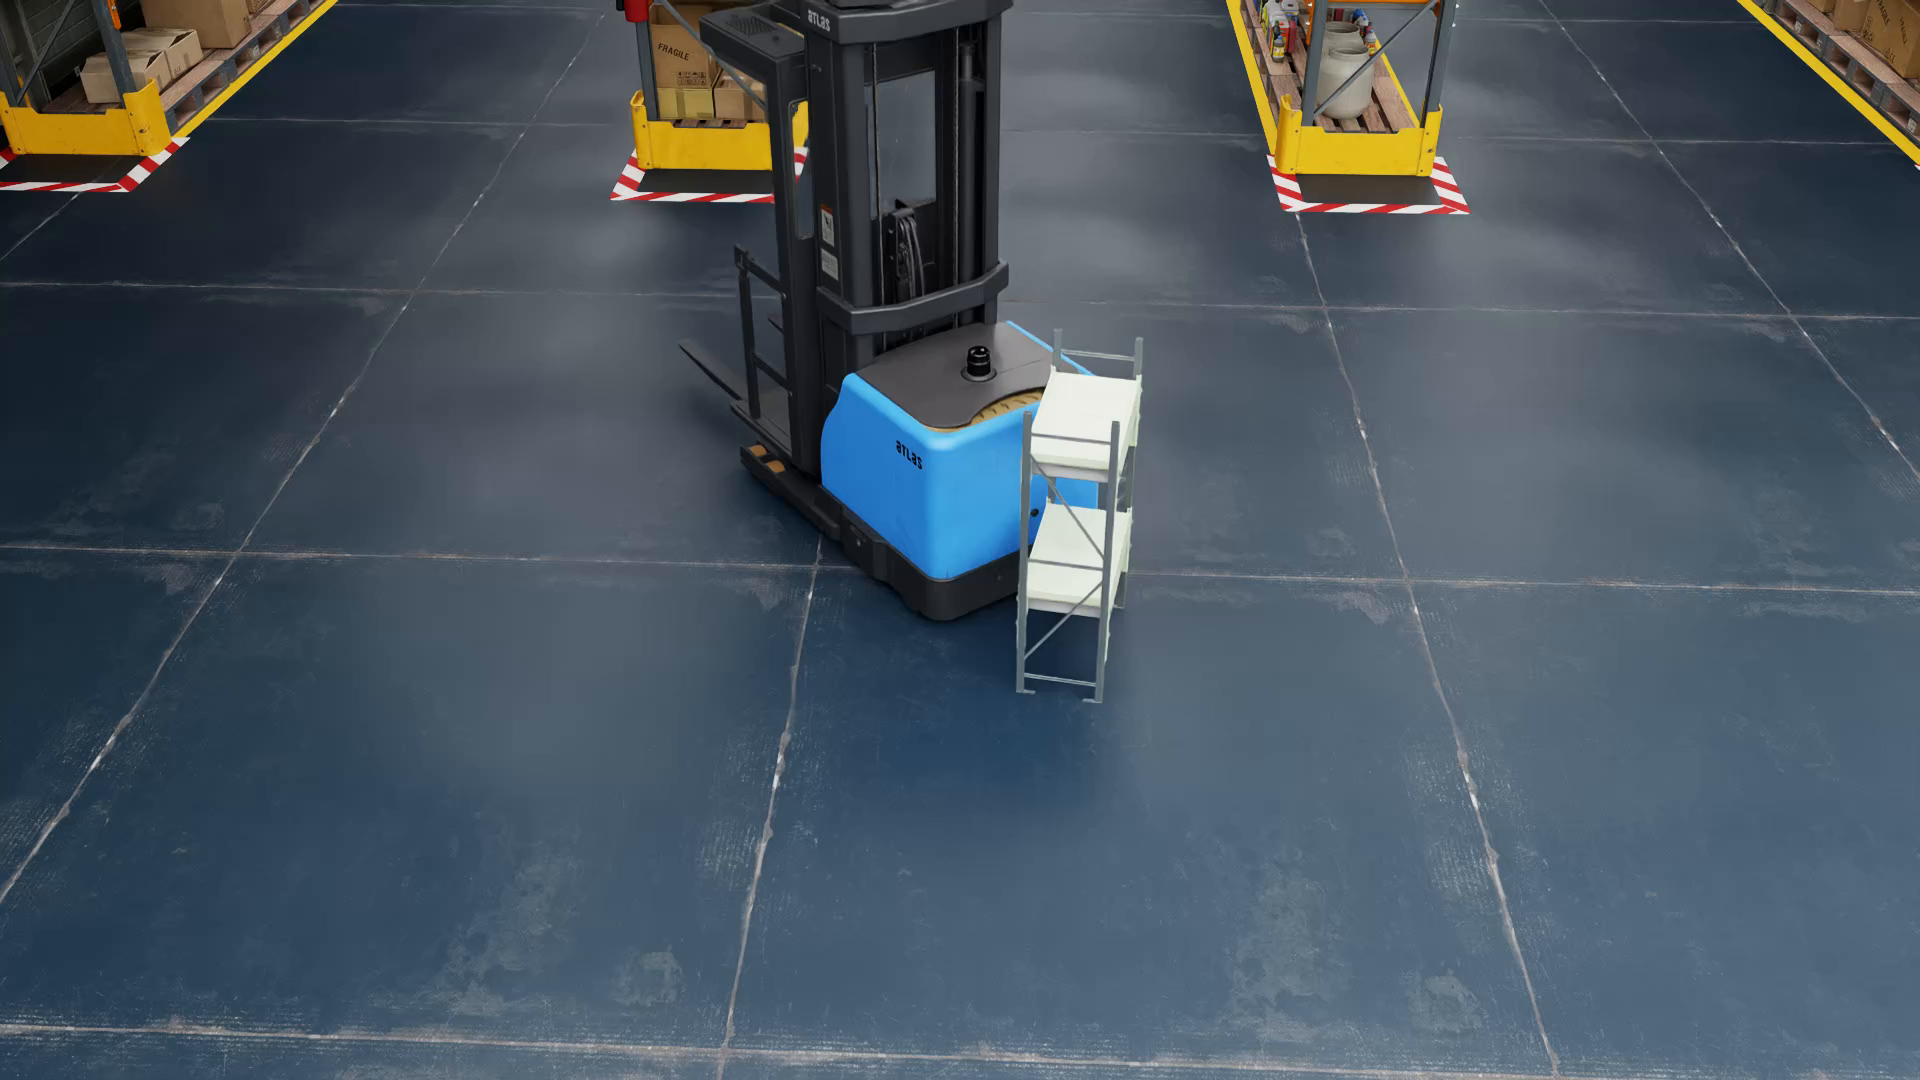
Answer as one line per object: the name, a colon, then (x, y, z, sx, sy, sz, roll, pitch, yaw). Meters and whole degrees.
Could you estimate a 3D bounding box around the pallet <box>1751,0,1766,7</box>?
pallet: (8.199, -5.546, 16.403, 1.003, 0.211, 1.213, 1, 35, 2)

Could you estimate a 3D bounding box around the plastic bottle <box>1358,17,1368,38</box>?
plastic bottle: (3.458, -4.351, 14.268, 0.097, 0.271, 0.097, 0, 35, 0)

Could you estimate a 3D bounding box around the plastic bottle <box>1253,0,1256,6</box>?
plastic bottle: (2.784, -5.060, 15.273, 0.152, 0.276, 0.135, 3, 35, 4)

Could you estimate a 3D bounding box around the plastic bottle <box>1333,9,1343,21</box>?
plastic bottle: (3.345, -4.659, 14.696, 0.061, 0.283, 0.133, 1, 35, 2)

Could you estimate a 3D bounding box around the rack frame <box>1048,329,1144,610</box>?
rack frame: (0.615, -0.300, 7.818, 0.400, 1.500, 0.023, 7, 36, 10)

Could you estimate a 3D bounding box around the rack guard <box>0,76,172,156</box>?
rack guard: (-6.836, -3.306, 12.964, 1.175, 0.500, 0.348, 1, 35, 2)

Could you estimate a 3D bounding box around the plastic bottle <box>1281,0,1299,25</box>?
plastic bottle: (2.898, -4.624, 14.652, 0.152, 0.276, 0.135, 1, 35, 2)

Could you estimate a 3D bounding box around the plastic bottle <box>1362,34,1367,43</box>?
plastic bottle: (3.448, -4.185, 14.093, 0.097, 0.201, 0.097, 0, 35, 0)

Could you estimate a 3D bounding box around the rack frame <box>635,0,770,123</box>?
rack frame: (-1.889, -4.172, 12.024, 1.000, 3.000, 0.127, 1, 35, 2)

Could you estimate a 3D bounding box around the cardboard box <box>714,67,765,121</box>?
cardboard box: (-1.646, -3.522, 13.125, 0.500, 0.250, 0.500, 1, 35, 2)

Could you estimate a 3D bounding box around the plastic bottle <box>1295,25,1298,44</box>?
plastic bottle: (2.864, -4.388, 14.381, 0.097, 0.201, 0.097, 0, 35, 0)

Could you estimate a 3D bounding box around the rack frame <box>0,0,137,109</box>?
rack frame: (-6.839, -4.285, 12.183, 1.000, 3.000, 0.127, 1, 35, 2)

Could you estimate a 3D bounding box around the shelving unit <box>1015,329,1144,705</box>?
shelving unit: (0.536, -0.095, 7.526, 0.431, 1.500, 0.755, 7, 36, 10)

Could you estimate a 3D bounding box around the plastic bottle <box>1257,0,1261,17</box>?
plastic bottle: (2.766, -4.887, 14.962, 0.144, 0.351, 0.185, 0, 35, 0)

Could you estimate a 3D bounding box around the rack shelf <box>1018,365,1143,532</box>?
rack shelf: (0.536, -0.414, 7.301, 0.431, 0.370, 0.720, 7, 36, 10)

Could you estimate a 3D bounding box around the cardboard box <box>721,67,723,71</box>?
cardboard box: (-2.155, -3.822, 13.551, 0.500, 0.250, 0.500, 1, 35, 2)

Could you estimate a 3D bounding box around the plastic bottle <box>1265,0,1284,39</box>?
plastic bottle: (2.741, -4.536, 14.463, 0.144, 0.351, 0.185, 3, 35, 4)

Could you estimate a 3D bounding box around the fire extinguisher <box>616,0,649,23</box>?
fire extinguisher: (-2.358, -4.083, 11.965, 0.296, 0.674, 0.183, 1, 35, 2)

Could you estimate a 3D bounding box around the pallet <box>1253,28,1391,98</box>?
pallet: (3.106, -4.125, 14.382, 1.003, 0.211, 1.213, 1, 35, 2)

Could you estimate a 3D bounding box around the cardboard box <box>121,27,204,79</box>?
cardboard box: (-6.699, -4.087, 13.859, 0.500, 0.311, 0.500, 4, 35, 6)

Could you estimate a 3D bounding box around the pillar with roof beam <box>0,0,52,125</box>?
pillar with roof beam: (-3.374, -7.062, 10.918, 9.100, 9.000, 0.400, 1, 35, 2)

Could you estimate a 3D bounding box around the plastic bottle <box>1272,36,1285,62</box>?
plastic bottle: (2.696, -4.156, 14.052, 0.097, 0.201, 0.097, 0, 35, 0)

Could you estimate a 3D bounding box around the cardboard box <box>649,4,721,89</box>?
cardboard box: (-2.165, -3.841, 12.926, 0.500, 0.500, 0.500, 1, 35, 2)

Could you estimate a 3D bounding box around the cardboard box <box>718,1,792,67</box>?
cardboard box: (-1.627, -4.116, 13.318, 0.500, 0.500, 0.500, 1, 35, 2)

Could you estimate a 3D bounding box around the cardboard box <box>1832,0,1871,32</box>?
cardboard box: (8.098, -4.830, 14.769, 0.500, 0.500, 0.500, 12, 37, 17)

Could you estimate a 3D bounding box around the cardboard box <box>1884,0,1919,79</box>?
cardboard box: (8.084, -4.152, 13.804, 0.500, 0.500, 0.500, 4, 35, 6)

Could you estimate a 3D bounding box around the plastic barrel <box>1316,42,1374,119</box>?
plastic barrel: (3.010, -3.590, 12.993, 0.421, 0.512, 0.421, 0, 35, 0)

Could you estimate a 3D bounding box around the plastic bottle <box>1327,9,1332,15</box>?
plastic bottle: (3.326, -4.922, 15.076, 0.152, 0.276, 0.135, 1, 35, 2)

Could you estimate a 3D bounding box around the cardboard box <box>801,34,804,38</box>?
cardboard box: (-1.584, -4.384, 14.351, 0.500, 0.250, 0.500, 1, 35, 2)

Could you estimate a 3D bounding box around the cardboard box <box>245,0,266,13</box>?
cardboard box: (-6.680, -5.143, 15.196, 0.500, 0.500, 0.500, -1, 35, -2)

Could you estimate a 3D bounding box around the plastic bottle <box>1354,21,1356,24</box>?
plastic bottle: (3.466, -4.437, 14.451, 0.097, 0.201, 0.097, 0, 35, 0)

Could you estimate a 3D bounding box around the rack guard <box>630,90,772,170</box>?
rack guard: (-1.890, -3.136, 12.723, 1.175, 0.500, 0.348, 1, 35, 2)

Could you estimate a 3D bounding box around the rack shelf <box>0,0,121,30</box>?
rack shelf: (-6.759, -5.139, 14.025, 1.077, 0.370, 4.000, 1, 35, 2)

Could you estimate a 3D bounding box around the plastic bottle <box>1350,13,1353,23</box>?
plastic bottle: (3.474, -4.555, 14.619, 0.097, 0.201, 0.097, 0, 35, 0)

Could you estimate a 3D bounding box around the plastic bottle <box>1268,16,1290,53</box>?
plastic bottle: (2.733, -4.331, 14.235, 0.152, 0.276, 0.135, 2, 35, 2)

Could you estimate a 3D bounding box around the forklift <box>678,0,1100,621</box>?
forklift: (-0.553, -1.612, 8.440, 1.130, 2.935, 3.031, -22, 41, -28)

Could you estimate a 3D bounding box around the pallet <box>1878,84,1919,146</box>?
pallet: (8.080, -3.310, 13.222, 1.003, 0.211, 1.213, 1, 35, 2)

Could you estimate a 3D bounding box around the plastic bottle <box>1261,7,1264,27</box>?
plastic bottle: (2.731, -4.664, 14.775, 0.097, 0.201, 0.097, 0, 35, 0)

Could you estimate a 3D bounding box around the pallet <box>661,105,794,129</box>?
pallet: (-1.901, -3.472, 13.452, 1.003, 0.211, 1.213, 1, 35, 2)

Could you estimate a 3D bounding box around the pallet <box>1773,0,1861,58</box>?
pallet: (8.178, -4.712, 15.217, 1.003, 0.211, 1.213, 1, 35, 2)
